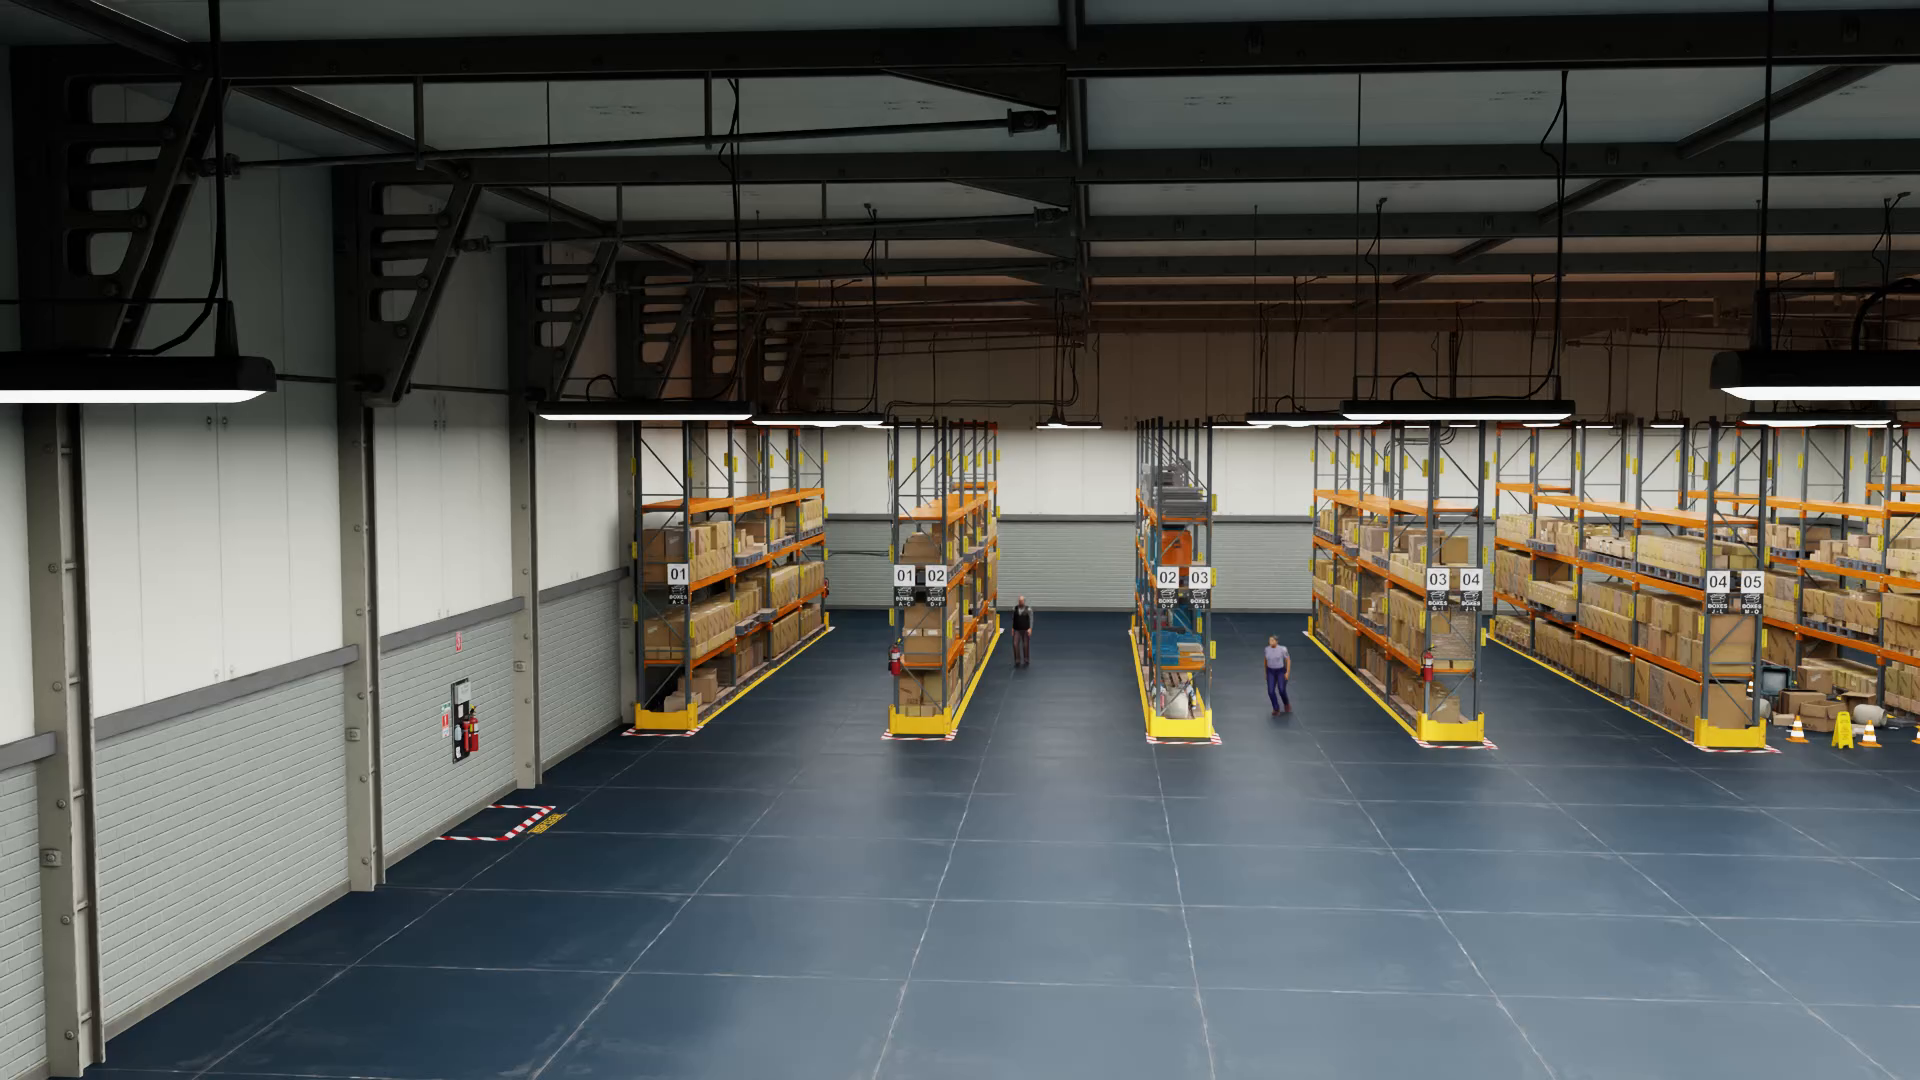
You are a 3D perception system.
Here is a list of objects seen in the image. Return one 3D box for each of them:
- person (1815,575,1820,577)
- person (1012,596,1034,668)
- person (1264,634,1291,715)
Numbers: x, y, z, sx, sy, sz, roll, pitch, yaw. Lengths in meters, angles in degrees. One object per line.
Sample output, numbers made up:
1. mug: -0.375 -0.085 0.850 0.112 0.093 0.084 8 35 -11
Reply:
1. person: 24.501 1.804 47.431 0.916 1.622 0.503 0 4 -1
2. person: 1.515 2.234 40.488 0.580 1.761 0.590 1 4 17
3. person: 6.433 2.715 33.725 0.552 1.631 0.482 2 4 28
